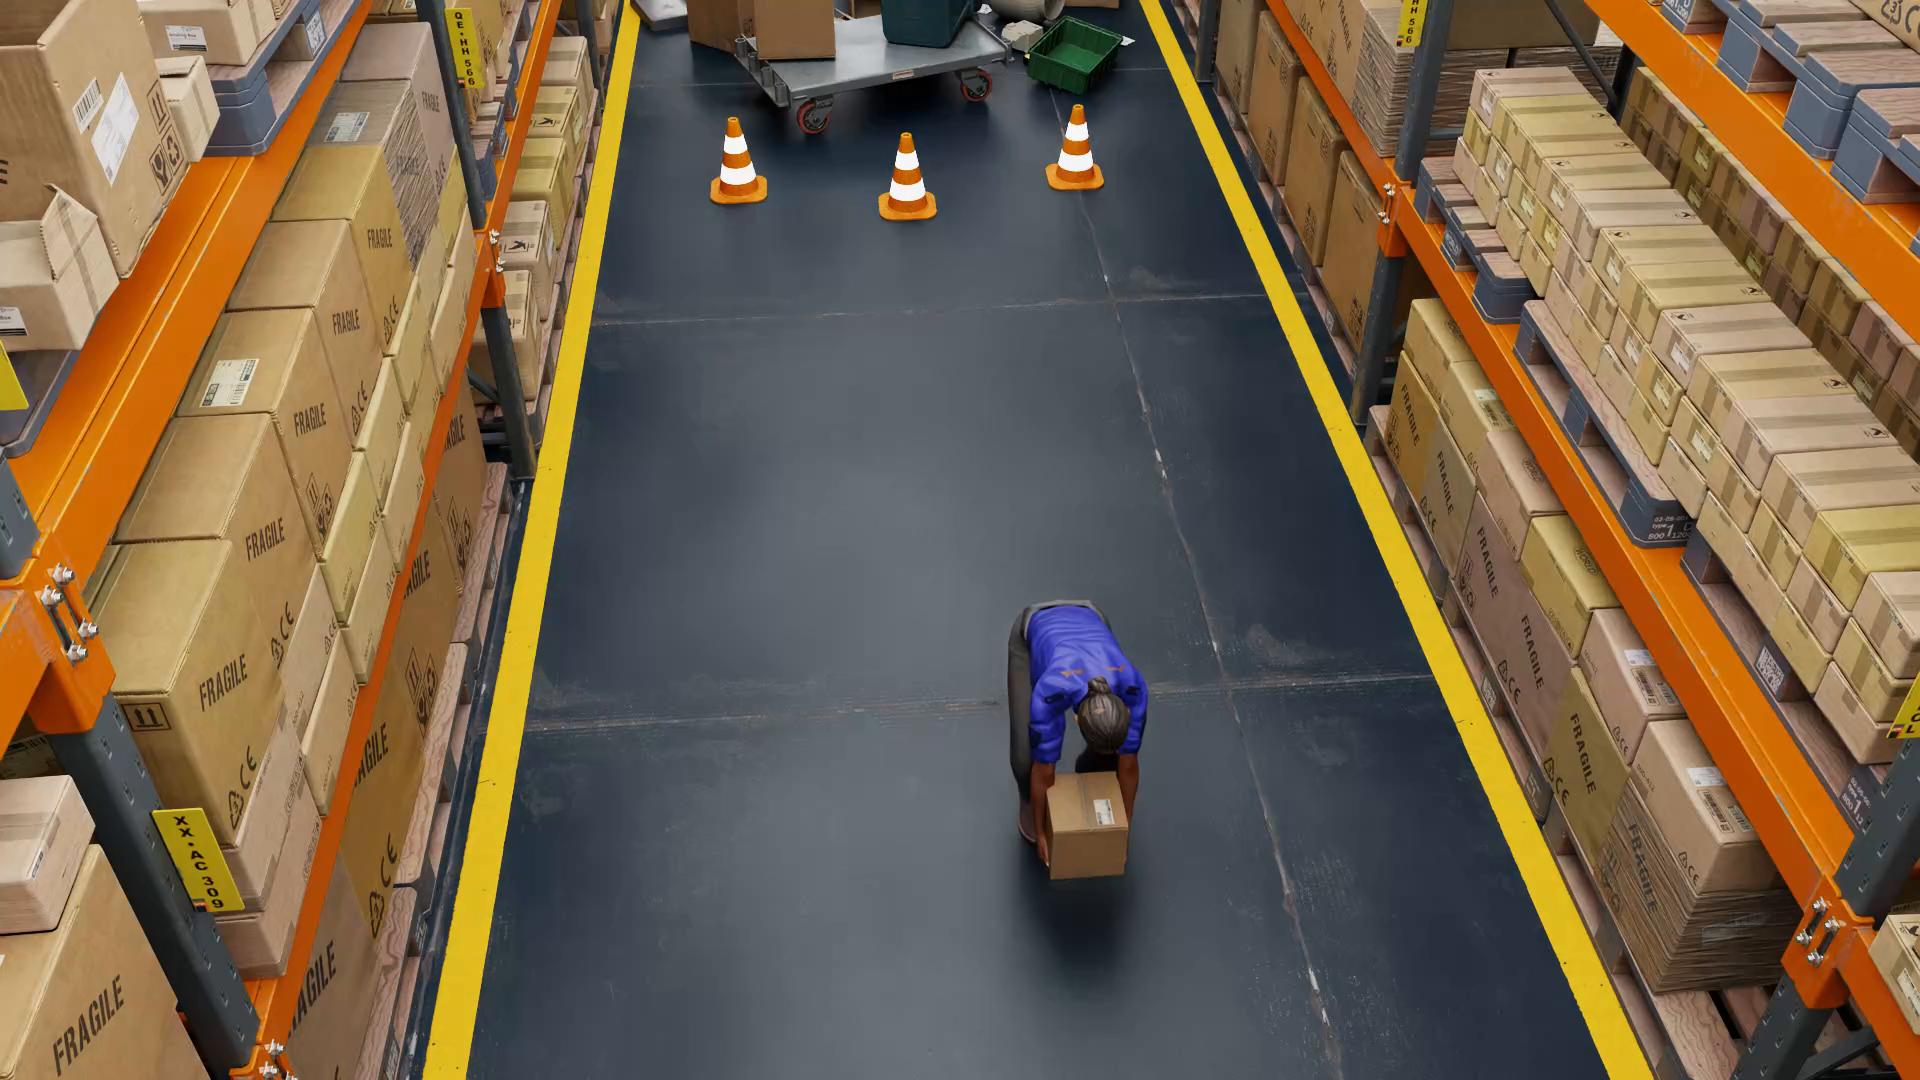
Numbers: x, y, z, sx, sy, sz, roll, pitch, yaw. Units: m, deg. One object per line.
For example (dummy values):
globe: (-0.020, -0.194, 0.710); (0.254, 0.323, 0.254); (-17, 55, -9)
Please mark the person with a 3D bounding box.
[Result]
person: (0.406, 0.695, 5.797); (0.452, 1.046, 0.858); (-5, 40, -6)
